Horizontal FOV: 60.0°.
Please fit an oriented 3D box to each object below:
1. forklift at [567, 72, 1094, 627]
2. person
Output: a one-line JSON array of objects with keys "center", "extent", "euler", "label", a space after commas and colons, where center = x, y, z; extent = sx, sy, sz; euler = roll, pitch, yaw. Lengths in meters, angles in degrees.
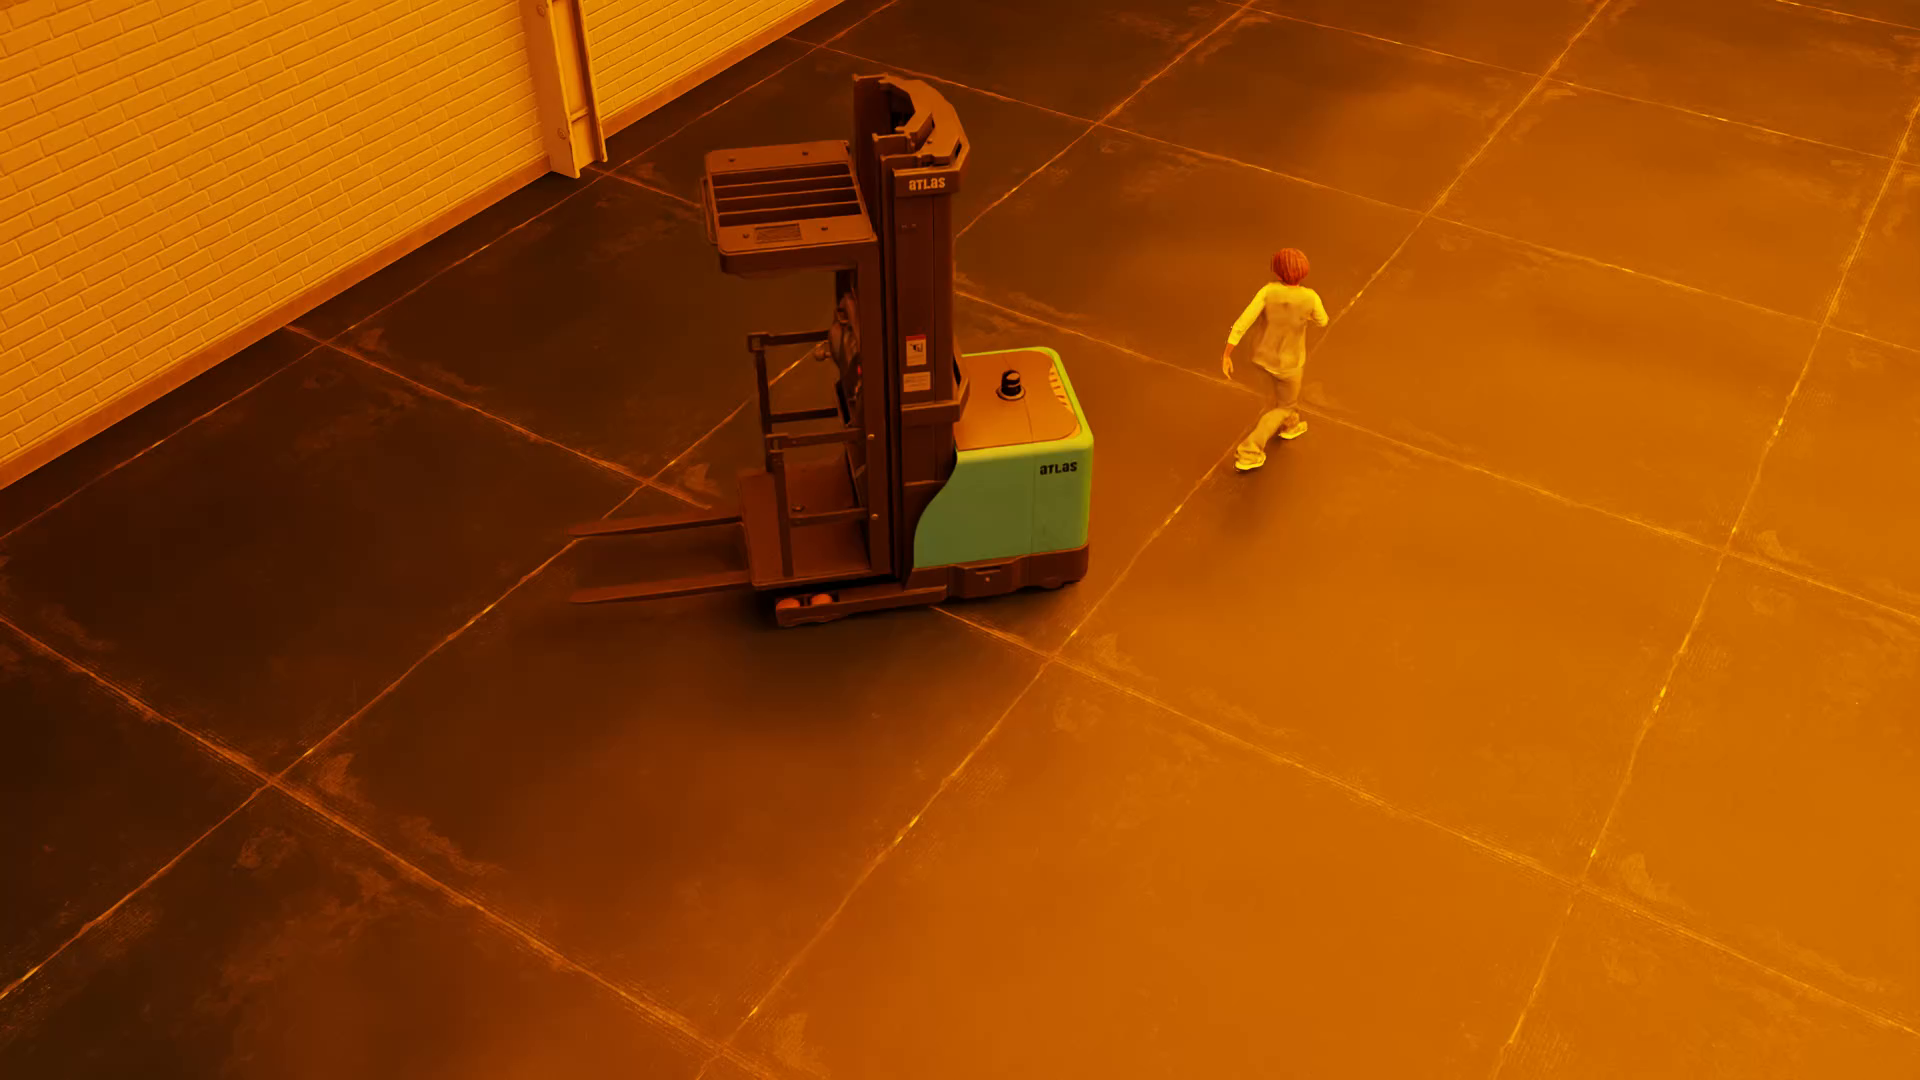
[{"center": [-0.805, -0.987, 9.131], "extent": [3.031, 2.935, 1.130], "euler": [-7, 41, -8], "label": "forklift"}, {"center": [2.013, -1.163, 10.460], "extent": [0.428, 1.528, 0.825], "euler": [28, 48, 29], "label": "person"}]
